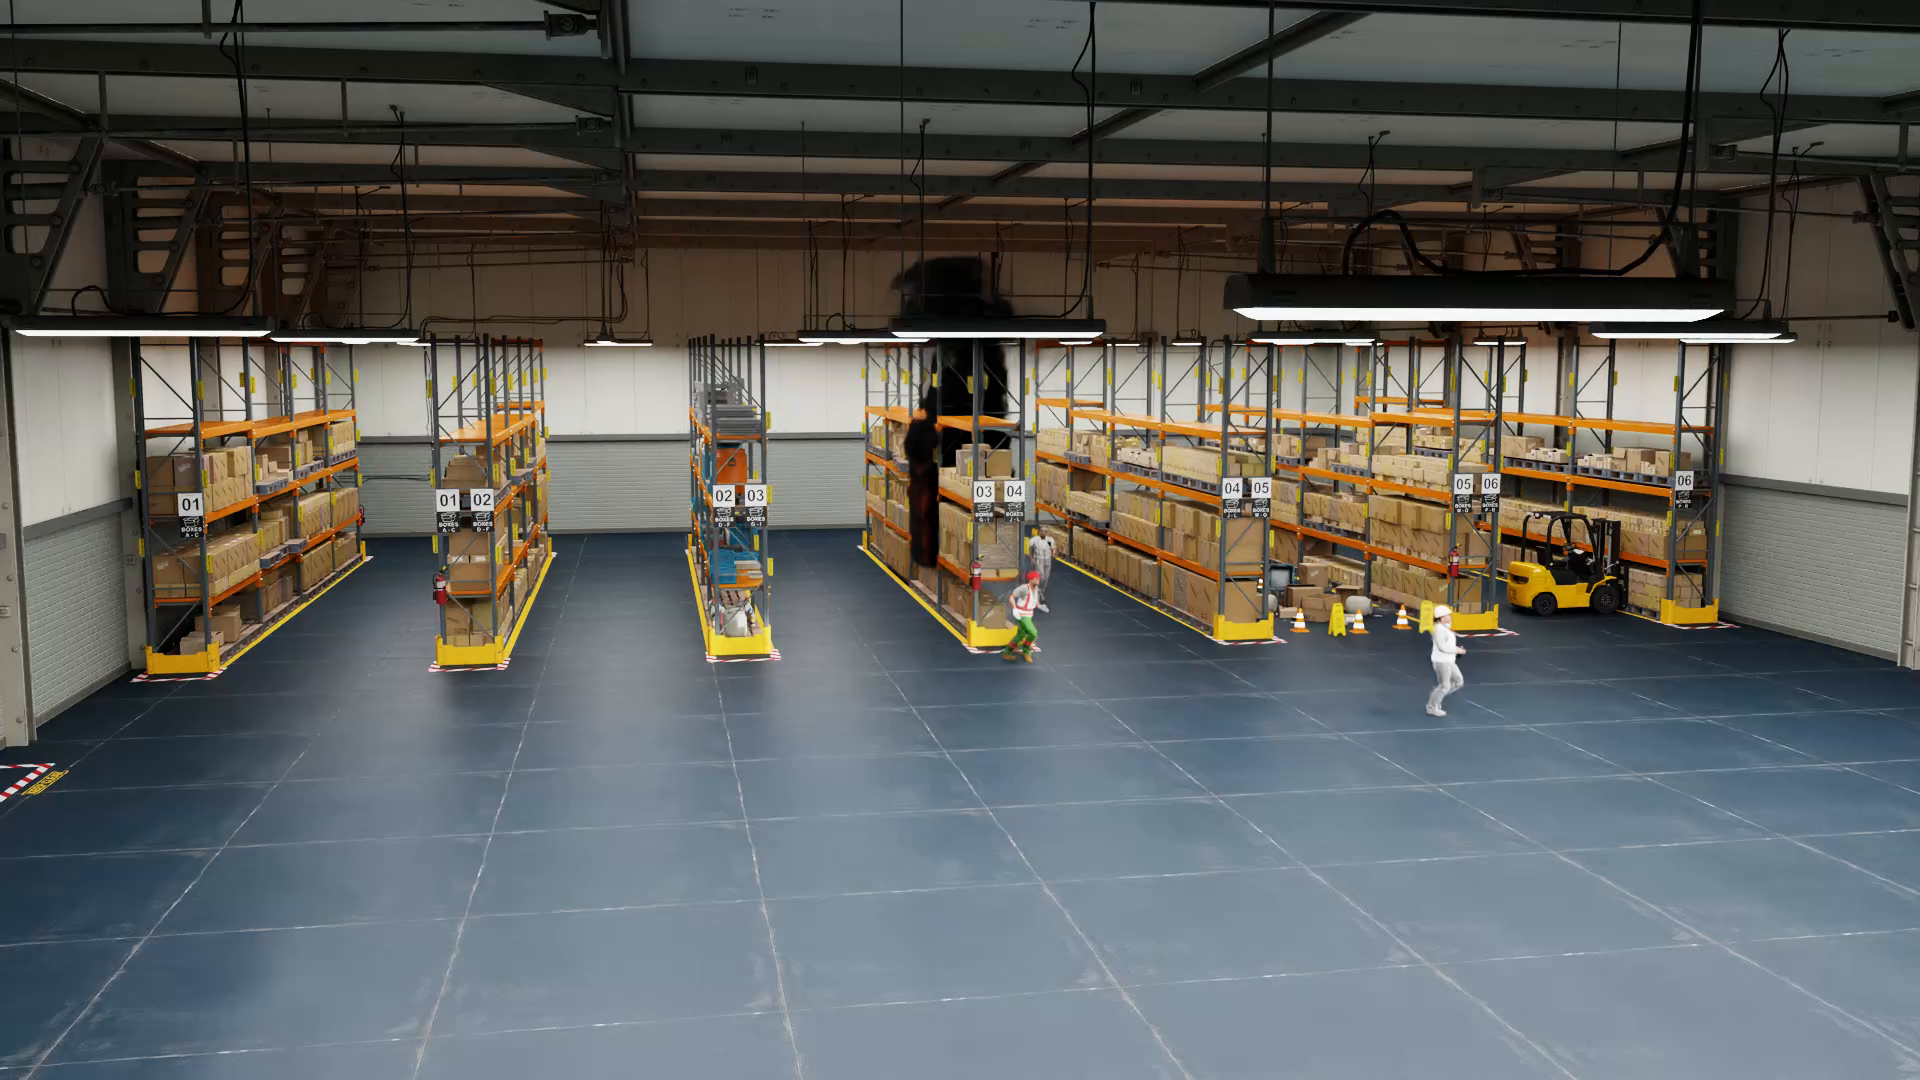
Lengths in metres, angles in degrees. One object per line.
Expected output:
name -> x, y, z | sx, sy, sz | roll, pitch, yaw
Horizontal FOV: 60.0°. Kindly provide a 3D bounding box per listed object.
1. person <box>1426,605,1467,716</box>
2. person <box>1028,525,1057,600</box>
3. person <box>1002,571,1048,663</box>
person -> 7.615, 1.883, 25.999 | 0.592, 1.732, 0.632 | 3, 7, 24
person -> 1.888, 0.544, 37.662 | 0.652, 1.807, 0.740 | -2, 7, -17
person -> 1.173, 1.402, 30.500 | 0.870, 1.708, 0.655 | 4, 8, 33
